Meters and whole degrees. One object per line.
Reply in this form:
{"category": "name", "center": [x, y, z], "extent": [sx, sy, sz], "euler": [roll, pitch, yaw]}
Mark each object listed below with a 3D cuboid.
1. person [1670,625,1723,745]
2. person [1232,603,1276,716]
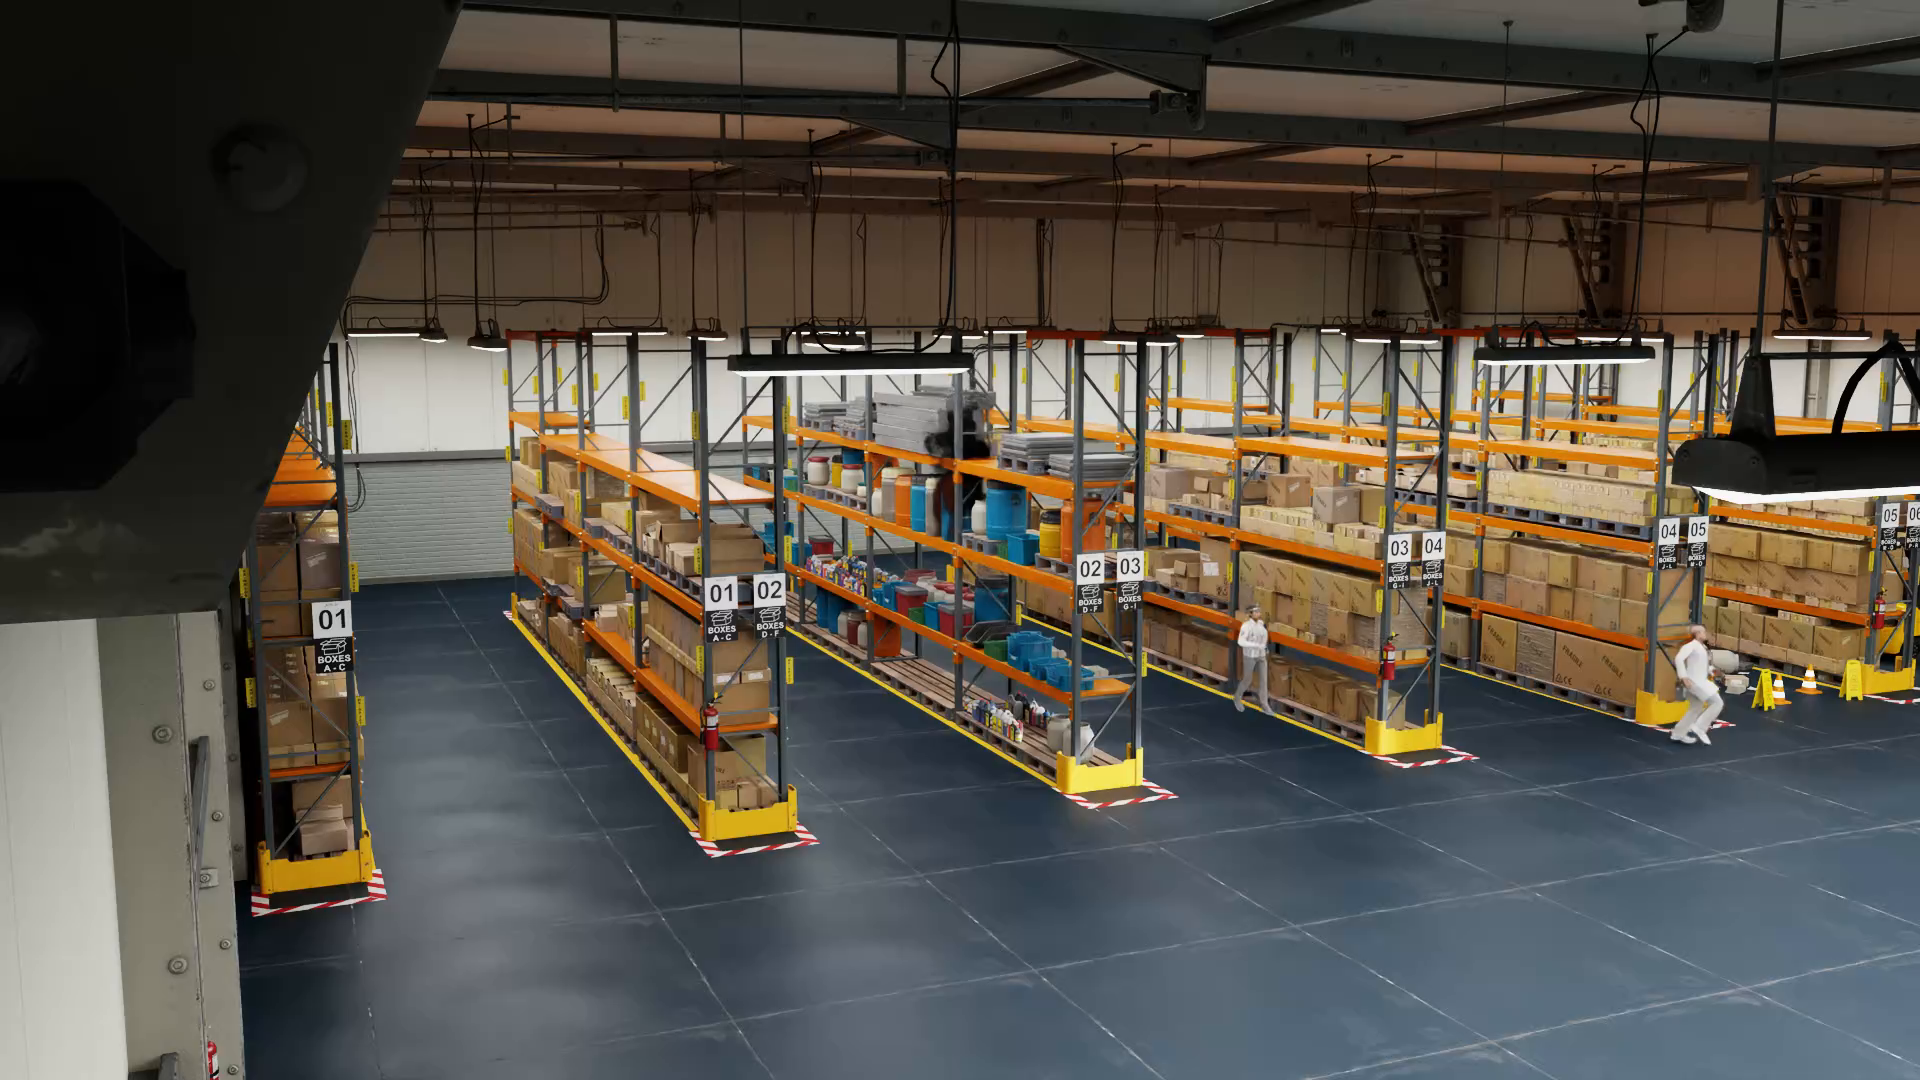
{"category": "person", "center": [10.939, 2.123, 24.598], "extent": [0.684, 1.714, 0.695], "euler": [4, 9, 27]}
{"category": "person", "center": [4.458, 1.789, 25.041], "extent": [0.617, 1.723, 0.876], "euler": [-5, 9, -30]}
